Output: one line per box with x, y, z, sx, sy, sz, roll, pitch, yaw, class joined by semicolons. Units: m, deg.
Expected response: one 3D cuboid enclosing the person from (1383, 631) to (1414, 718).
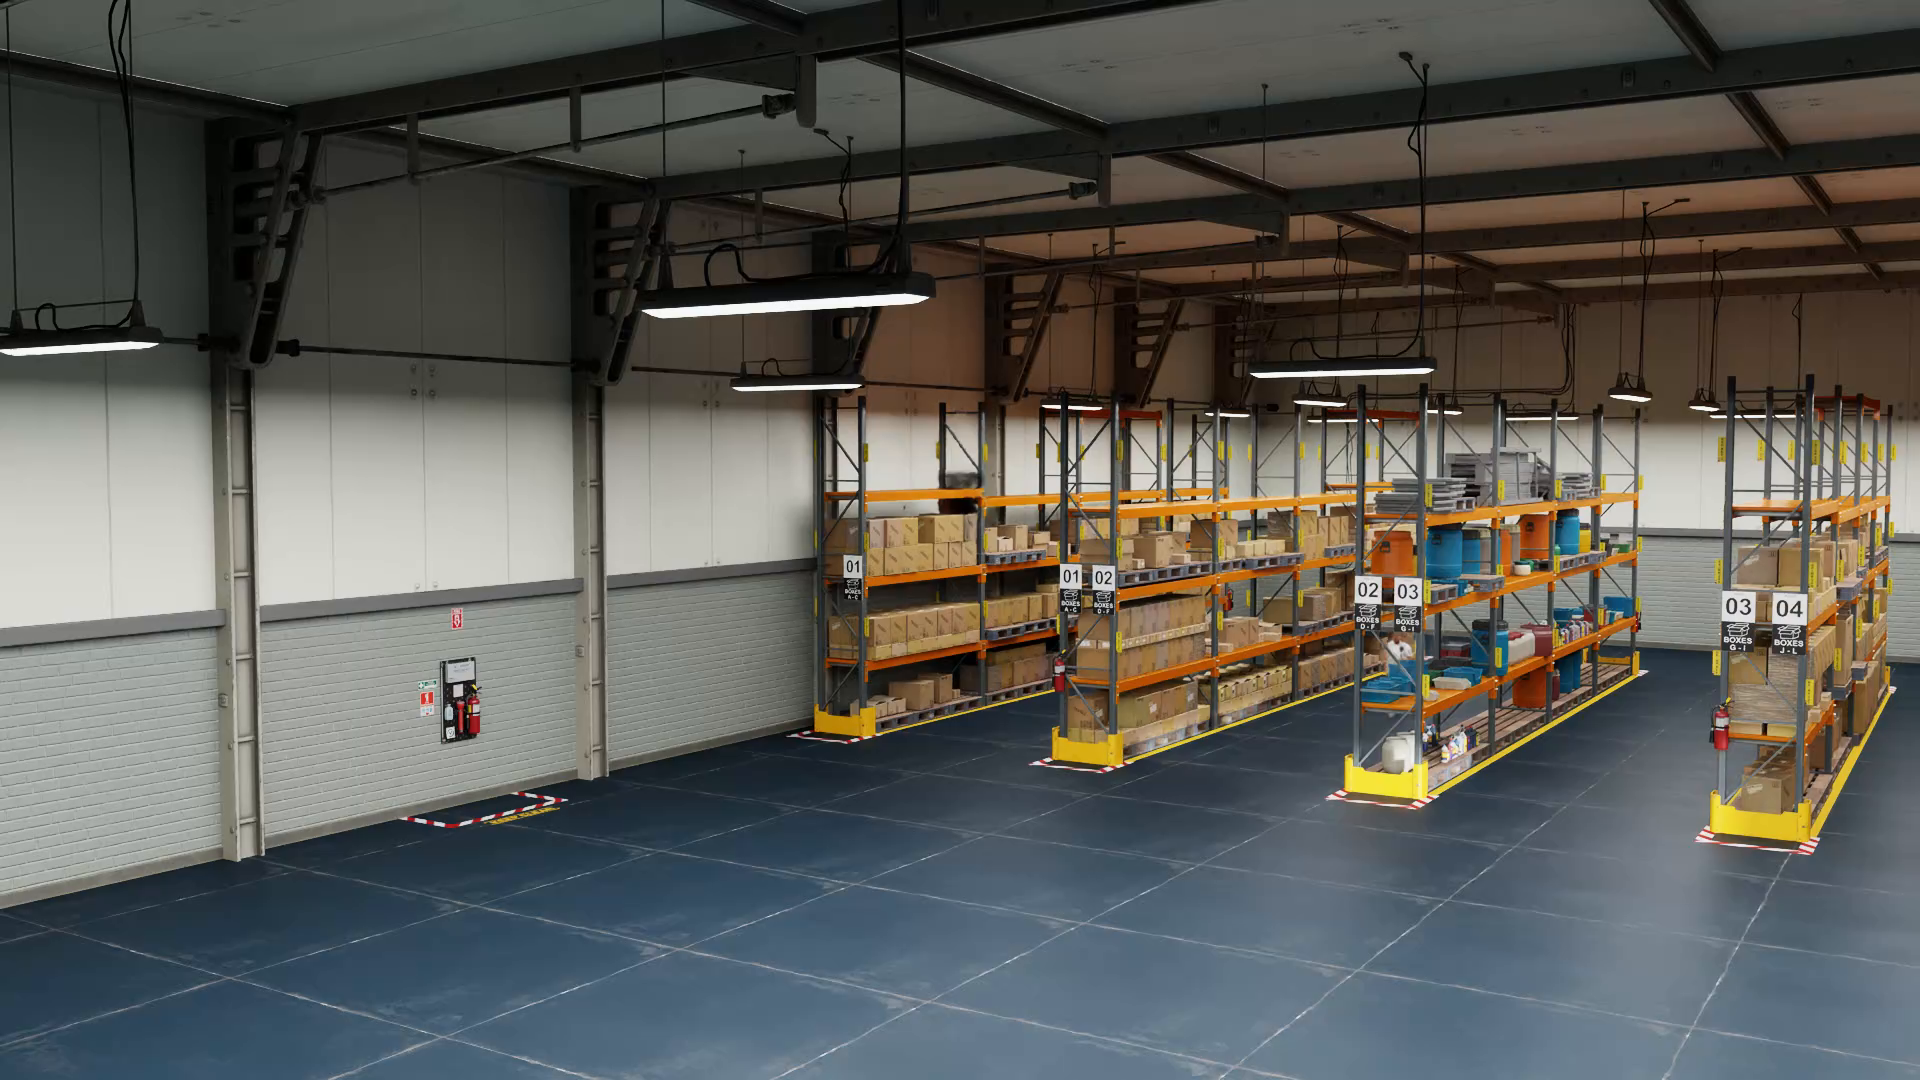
8.323;2.522;31.651;0.613;1.660;0.726;2;3;31;person
